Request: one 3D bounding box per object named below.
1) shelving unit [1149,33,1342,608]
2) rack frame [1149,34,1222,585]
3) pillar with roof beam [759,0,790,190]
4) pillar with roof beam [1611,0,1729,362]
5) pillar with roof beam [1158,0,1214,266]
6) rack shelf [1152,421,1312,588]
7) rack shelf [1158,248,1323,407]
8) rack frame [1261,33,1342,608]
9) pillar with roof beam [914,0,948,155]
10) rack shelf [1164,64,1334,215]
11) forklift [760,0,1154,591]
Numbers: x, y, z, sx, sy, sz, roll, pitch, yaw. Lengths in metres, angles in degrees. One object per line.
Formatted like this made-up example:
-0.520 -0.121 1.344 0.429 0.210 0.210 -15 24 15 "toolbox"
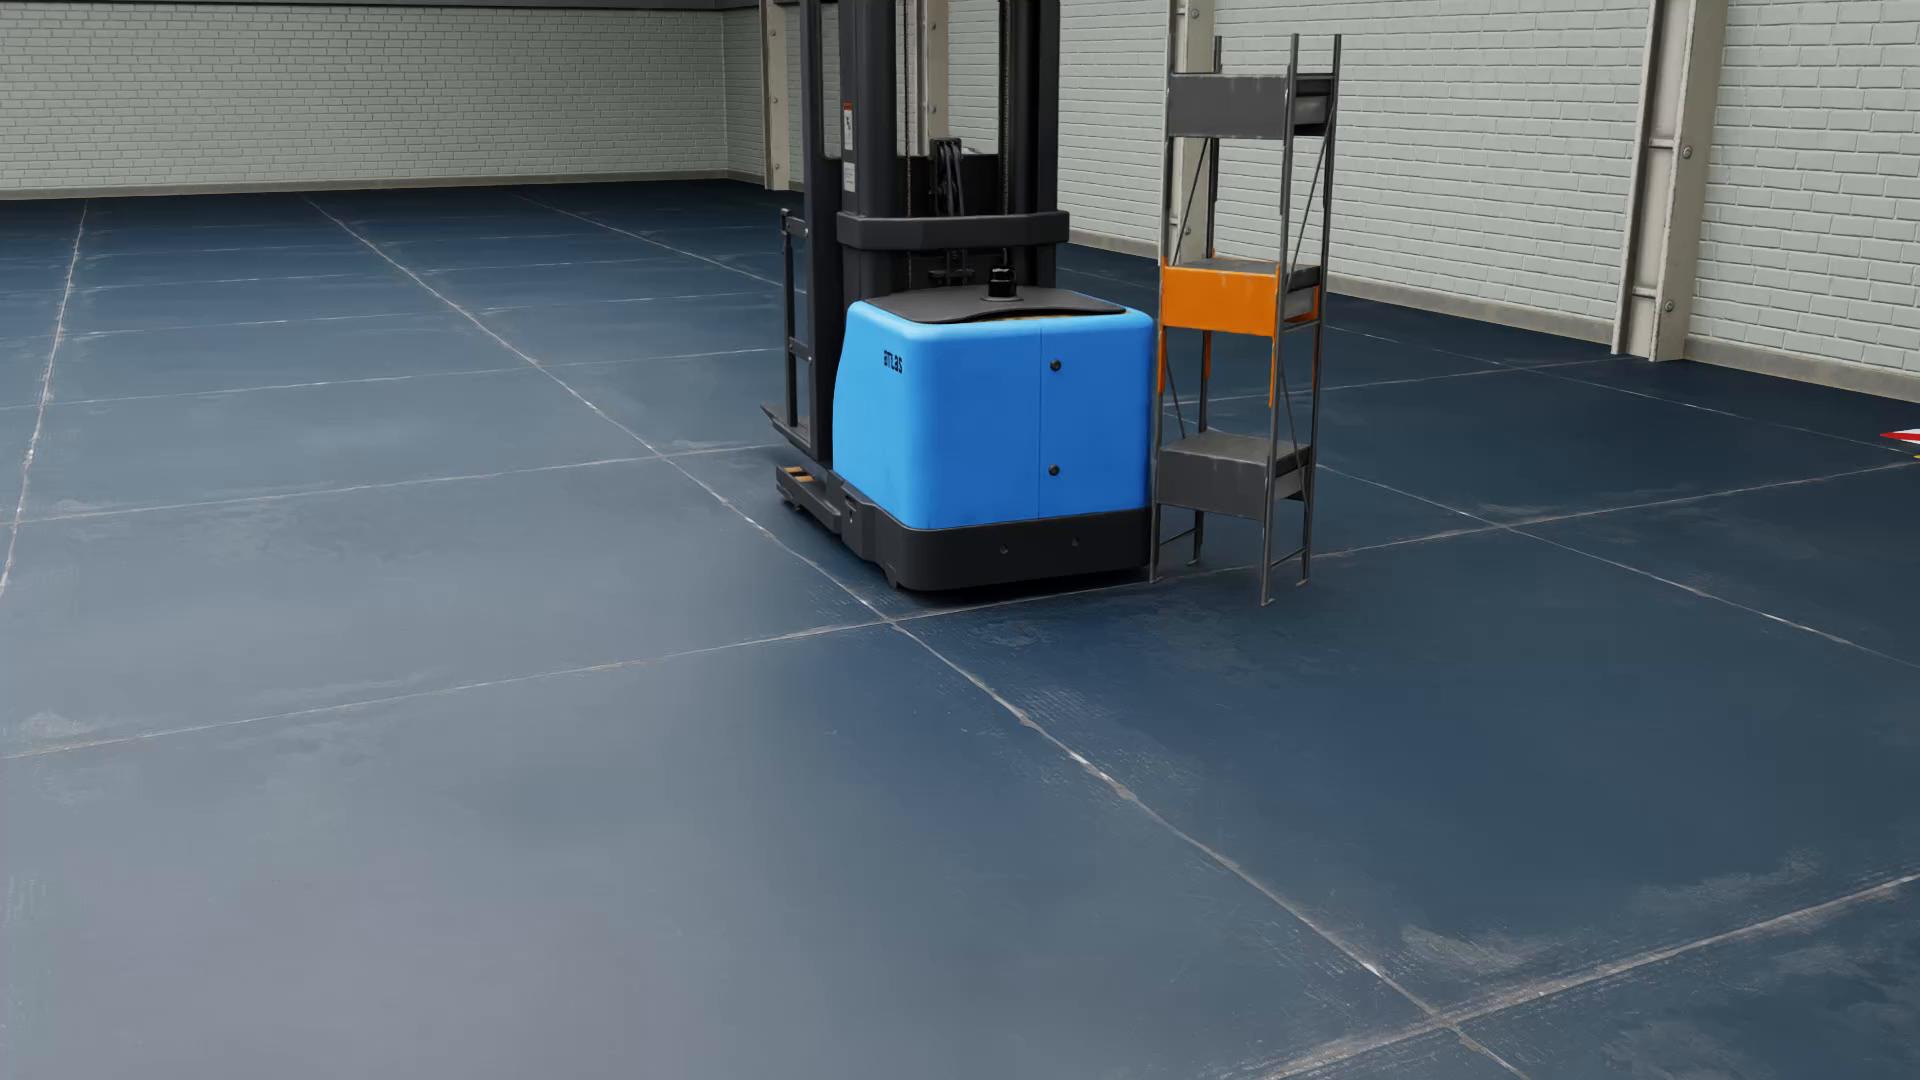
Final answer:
1.076 -0.837 6.360 0.503 2.100 0.431 11 20 34 "shelving unit"
0.879 -0.876 6.497 0.015 2.100 0.400 11 20 34 "rack frame"
-6.870 -9.577 24.311 9.100 9.000 0.400 -8 18 -25 "pillar with roof beam"
1.016 -5.114 8.758 9.100 9.000 0.400 -8 18 -25 "pillar with roof beam"
-1.613 -6.602 13.942 9.100 9.000 0.400 -8 18 -25 "pillar with roof beam"
1.076 -0.151 6.556 0.480 0.518 0.431 11 20 34 "rack shelf"
1.076 -0.824 6.363 0.480 0.518 0.431 11 20 34 "rack shelf"
1.274 -0.797 6.222 0.015 2.100 0.400 11 20 34 "rack frame"
-4.241 -8.090 19.127 9.100 9.000 0.400 -8 18 -25 "pillar with roof beam"
1.076 -1.496 6.170 0.480 0.518 0.431 11 20 34 "rack shelf"
-0.229 -1.578 7.436 1.130 2.935 3.031 -6 17 -20 "forklift"
